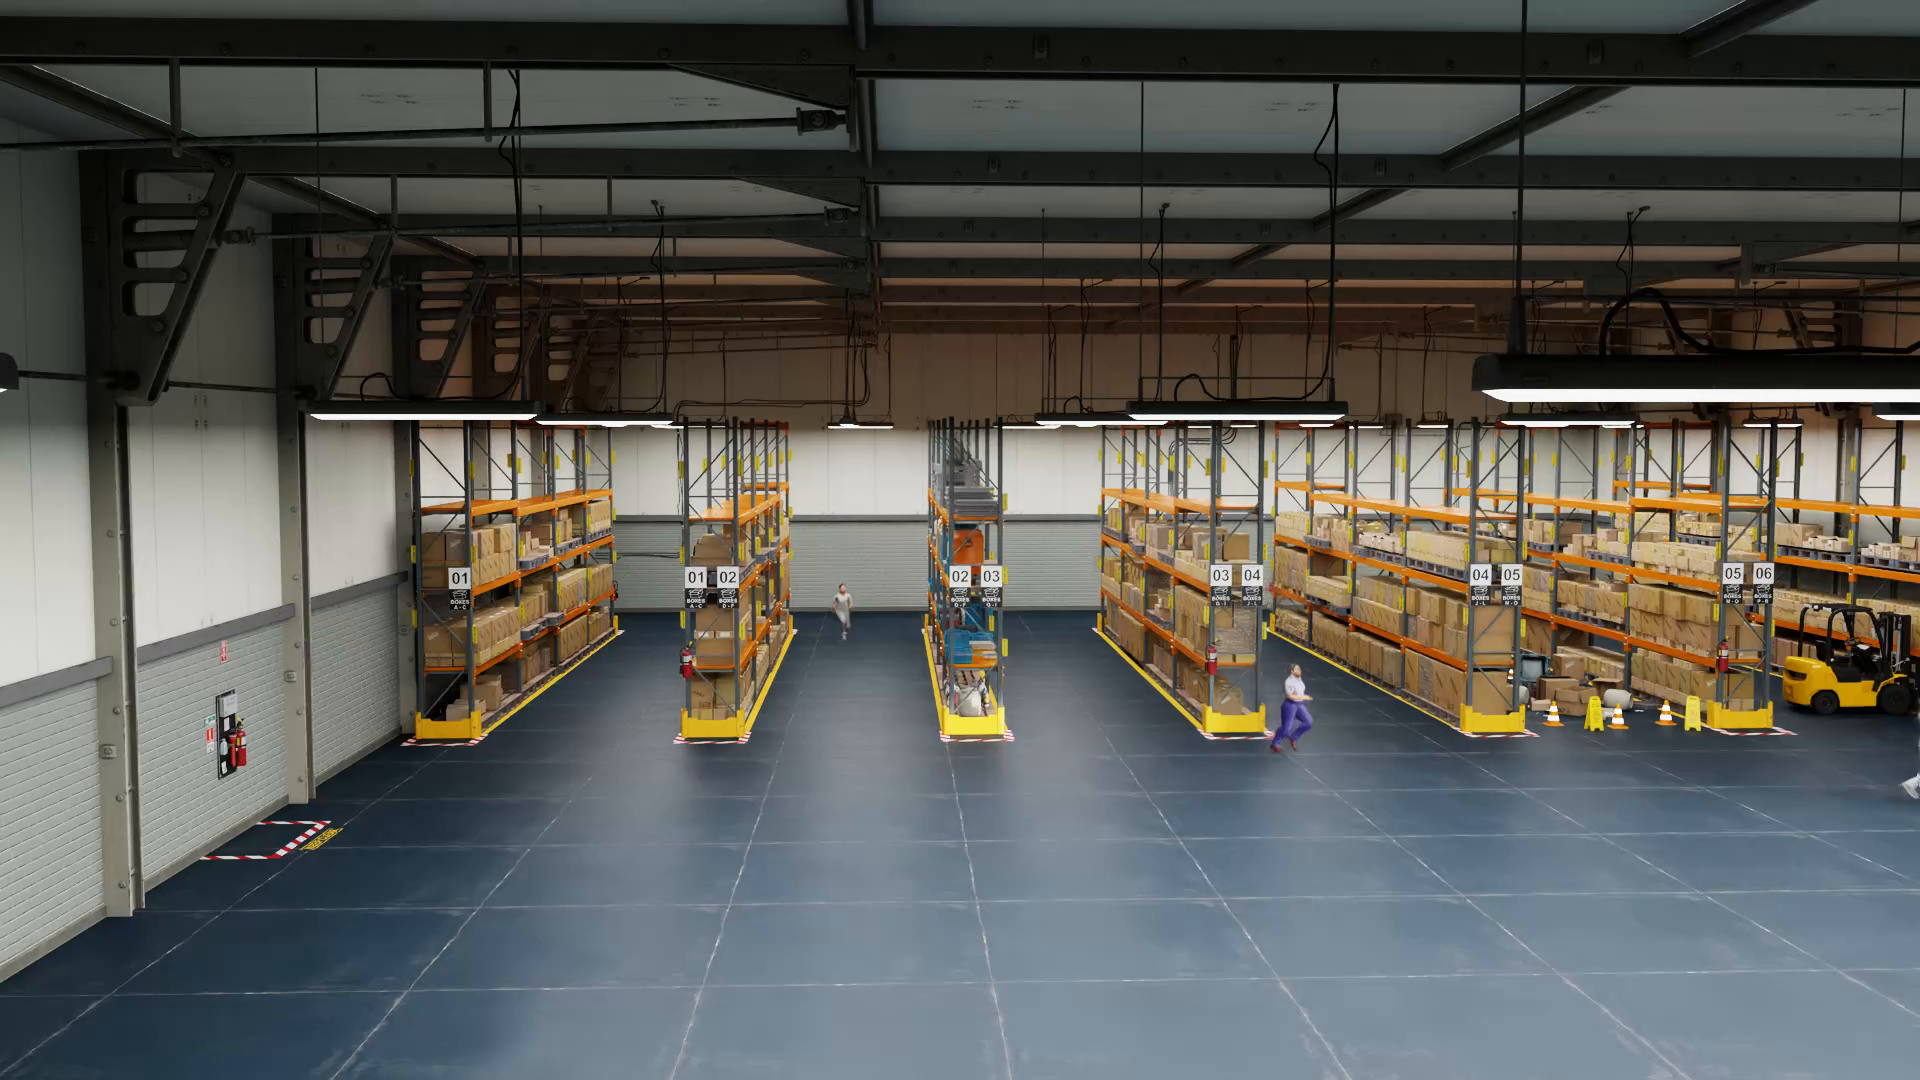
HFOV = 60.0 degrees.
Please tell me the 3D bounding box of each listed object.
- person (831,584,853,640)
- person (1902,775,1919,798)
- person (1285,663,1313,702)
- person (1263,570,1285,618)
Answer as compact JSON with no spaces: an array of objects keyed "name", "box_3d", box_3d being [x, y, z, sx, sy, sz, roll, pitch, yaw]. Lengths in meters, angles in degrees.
[{"name":"person","box_3d":[-3.169,1.942,44.764,0.568,1.537,0.703,-1,4,-15]},{"name":"person","box_3d":[14.995,3.221,25.374,1.021,1.627,0.619,4,5,44]},{"name":"person","box_3d":[5.997,2.652,29.486,0.643,0.583,0.622,3,5,41]},{"name":"person","box_3d":[9.295,1.631,48.998,0.738,1.585,0.688,-1,4,-11]}]
